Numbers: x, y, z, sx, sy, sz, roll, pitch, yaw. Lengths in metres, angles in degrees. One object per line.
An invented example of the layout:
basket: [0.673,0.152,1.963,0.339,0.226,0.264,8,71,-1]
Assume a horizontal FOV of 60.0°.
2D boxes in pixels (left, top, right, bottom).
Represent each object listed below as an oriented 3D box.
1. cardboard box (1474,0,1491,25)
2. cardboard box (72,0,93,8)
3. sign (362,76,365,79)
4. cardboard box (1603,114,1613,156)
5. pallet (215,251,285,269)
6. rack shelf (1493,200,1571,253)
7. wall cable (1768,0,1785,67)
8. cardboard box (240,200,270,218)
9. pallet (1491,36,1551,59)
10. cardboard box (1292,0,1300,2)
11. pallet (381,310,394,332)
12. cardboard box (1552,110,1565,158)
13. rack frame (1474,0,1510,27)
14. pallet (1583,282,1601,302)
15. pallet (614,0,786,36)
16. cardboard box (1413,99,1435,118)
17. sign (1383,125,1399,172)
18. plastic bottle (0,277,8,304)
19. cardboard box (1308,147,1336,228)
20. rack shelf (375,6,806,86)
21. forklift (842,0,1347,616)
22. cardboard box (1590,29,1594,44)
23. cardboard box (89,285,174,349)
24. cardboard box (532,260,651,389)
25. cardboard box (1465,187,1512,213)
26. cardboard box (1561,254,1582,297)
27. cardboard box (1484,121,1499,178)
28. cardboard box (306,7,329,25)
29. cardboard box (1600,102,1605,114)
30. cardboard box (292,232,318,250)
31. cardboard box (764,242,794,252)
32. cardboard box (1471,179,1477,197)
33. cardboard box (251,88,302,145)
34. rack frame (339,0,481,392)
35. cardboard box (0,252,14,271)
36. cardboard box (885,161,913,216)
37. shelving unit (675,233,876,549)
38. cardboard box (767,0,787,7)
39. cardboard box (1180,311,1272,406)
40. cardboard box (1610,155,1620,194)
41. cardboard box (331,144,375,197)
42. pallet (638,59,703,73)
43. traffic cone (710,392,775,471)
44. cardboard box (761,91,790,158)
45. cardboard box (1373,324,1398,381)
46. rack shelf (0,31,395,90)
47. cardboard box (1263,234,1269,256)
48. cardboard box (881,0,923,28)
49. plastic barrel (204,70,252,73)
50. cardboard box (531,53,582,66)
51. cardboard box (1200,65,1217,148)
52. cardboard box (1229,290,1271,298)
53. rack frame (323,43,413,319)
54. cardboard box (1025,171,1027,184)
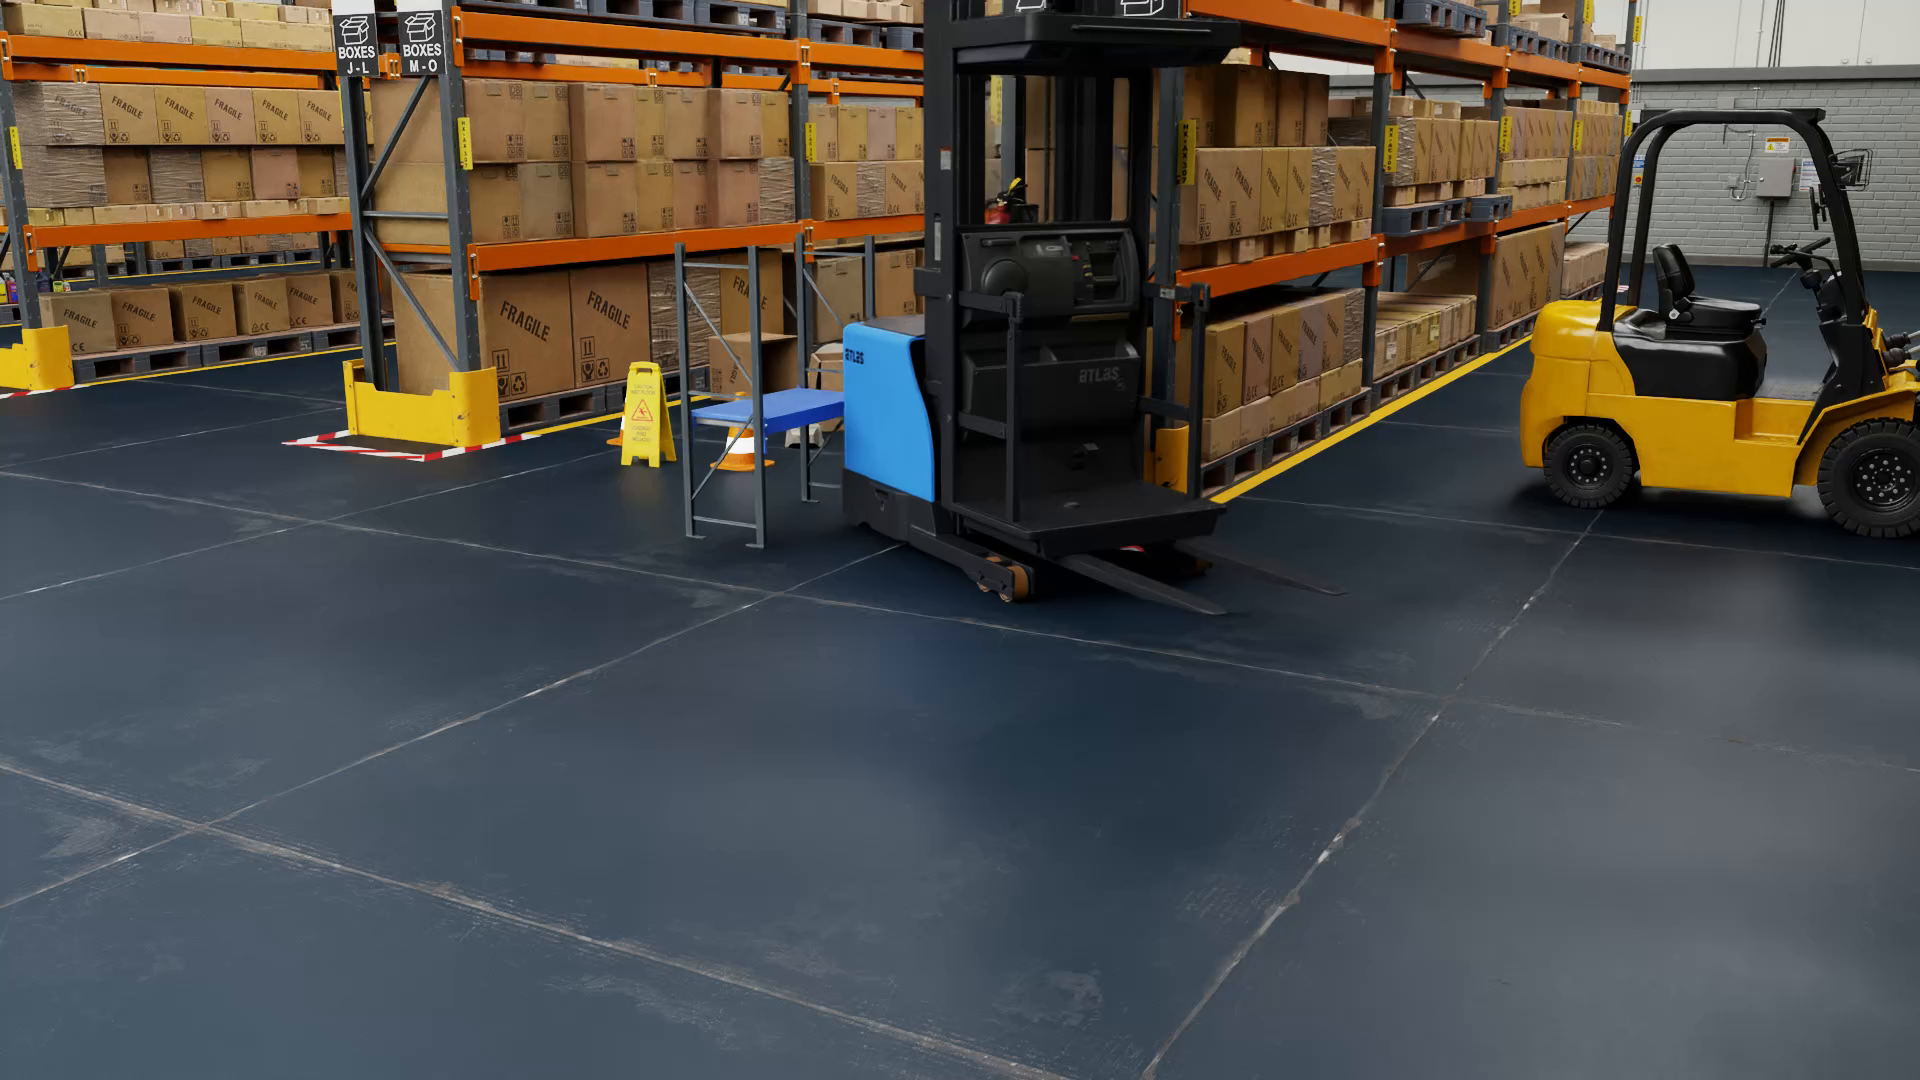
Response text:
cardboard box: [4.605,-5.086,15.714,0.797,0.503,0.637,6,15,25]
cardboard box: [-7.427,-4.478,13.777,0.380,0.149,0.250,7,15,27]
sign: [-7.971,-6.310,22.128,0.100,0.325,0.005,7,15,28]
cardboard box: [7.929,-5.118,21.014,0.500,0.500,0.500,7,15,28]
pallet: [-11.805,-4.568,27.030,1.003,0.211,1.213,7,15,28]
rack shelf: [5.522,-3.340,17.521,1.077,0.370,4.000,7,15,28]
wall cable: [14.003,-8.645,25.112,2.988,3.039,0.133,7,15,28]
cardboard box: [-6.638,-3.076,15.427,0.380,0.149,0.250,7,15,28]
pallet: [5.358,-5.013,16.932,1.003,0.211,1.213,8,16,31]
cardboard box: [1.846,-3.329,10.079,0.380,0.149,0.250,7,15,27]
pallet: [-5.678,-2.386,17.978,1.003,0.211,1.213,7,15,28]
cardboard box: [6.249,-4.407,18.068,0.500,0.500,0.500,8,16,29]
rack frame: [4.555,-6.196,15.032,1.000,3.000,0.127,7,15,28]
pallet: [7.514,-3.143,21.118,1.003,0.211,1.213,7,15,28]
pallet: [-2.165,-4.247,13.539,1.003,0.211,1.213,7,15,28]
cardboard box: [3.594,-3.462,13.366,0.380,0.149,0.250,8,16,31]
sign: [3.100,-2.819,11.981,0.100,0.325,0.005,7,15,28]
plastic bottle: [-10.697,-2.798,18.453,0.144,0.351,0.185,7,15,28]
cardboard box: [2.135,-2.319,10.904,0.500,0.500,0.500,8,16,30]
rack shelf: [-2.727,-3.697,12.602,1.077,0.370,4.000,7,15,28]
forklift: [0.534,-1.268,7.541,1.130,2.935,3.031,-7,15,-28]
cardboard box: [7.655,-6.287,20.891,0.500,0.311,0.500,8,16,29]
cardboard box: [-7.412,-2.002,14.876,0.500,0.500,0.500,13,19,43]
cardboard box: [-3.001,-1.677,12.725,0.875,0.875,0.875,7,15,27]
cardboard box: [5.012,-3.278,16.051,0.500,0.250,0.500,7,15,27]
cardboard box: [6.886,-3.175,19.874,0.875,0.438,0.875,7,15,27]
cardboard box: [4.579,-3.552,15.122,0.500,0.500,0.500,7,15,26]
cardboard box: [-6.212,-4.955,15.757,0.380,0.149,0.250,7,15,25]
cardboard box: [7.856,-5.406,20.827,0.380,0.149,0.250,8,16,29]
cardboard box: [-11.090,-5.110,27.725,0.500,0.500,0.500,7,15,28]
cardboard box: [-2.909,-4.077,22.681,1.225,0.875,0.875,7,15,26]
cardboard box: [4.325,-3.097,14.618,0.380,0.149,0.250,7,15,25]
cardboard box: [-6.513,-3.932,15.461,0.500,0.500,0.500,7,15,28]
rack frame: [-3.694,-2.178,11.167,1.000,3.000,0.127,7,15,28]
cardboard box: [-13.569,-3.942,23.456,0.500,0.250,0.500,8,16,29]
cardboard box: [-0.783,-3.331,15.735,0.500,0.500,0.500,7,15,28]
shelving unit: [-0.936,-0.822,8.742,0.538,1.500,1.048,8,16,30]
cardboard box: [-1.657,-4.476,13.728,0.380,0.149,0.250,7,15,28]
cardboard box: [1.580,-1.117,10.136,0.500,0.500,0.500,7,15,26]
cardboard box: [8.421,-4.840,21.996,0.500,0.500,0.500,7,15,28]
cardboard box: [-6.325,-3.689,16.588,0.875,0.500,0.500,7,15,28]
pallet: [-3.855,-5.906,20.636,1.213,0.211,1.003,8,16,31]
traffic cone: [-1.370,-0.695,10.429,0.336,0.463,0.334,7,15,28]
cardboard box: [-1.969,-3.525,14.129,0.875,0.550,0.550,7,15,28]
cardboard box: [2.873,-1.493,13.037,0.950,0.372,0.625,8,16,29]
rack shelf: [-7.020,-4.279,15.019,1.077,0.370,4.000,7,15,28]
cardboard box: [1.676,-1.825,10.241,0.380,0.149,0.250,8,16,30]
cardboard box: [-0.422,-5.190,15.940,0.500,0.500,0.500,7,15,28]
plastic barrel: [-9.359,-6.352,21.165,0.600,0.830,0.708,7,15,28]
cardboard box: [-4.608,-5.456,18.684,0.500,0.250,0.500,8,16,30]
cardboard box: [1.151,-2.666,10.210,0.700,0.500,0.500,7,15,27]
cardboard box: [1.852,-1.489,11.680,0.500,0.500,0.500,8,16,30]
rack frame: [-6.054,-3.581,16.988,1.000,3.000,0.127,7,15,28]
cardboard box: [0.566,-3.970,18.241,0.380,0.149,0.250,7,15,27]
